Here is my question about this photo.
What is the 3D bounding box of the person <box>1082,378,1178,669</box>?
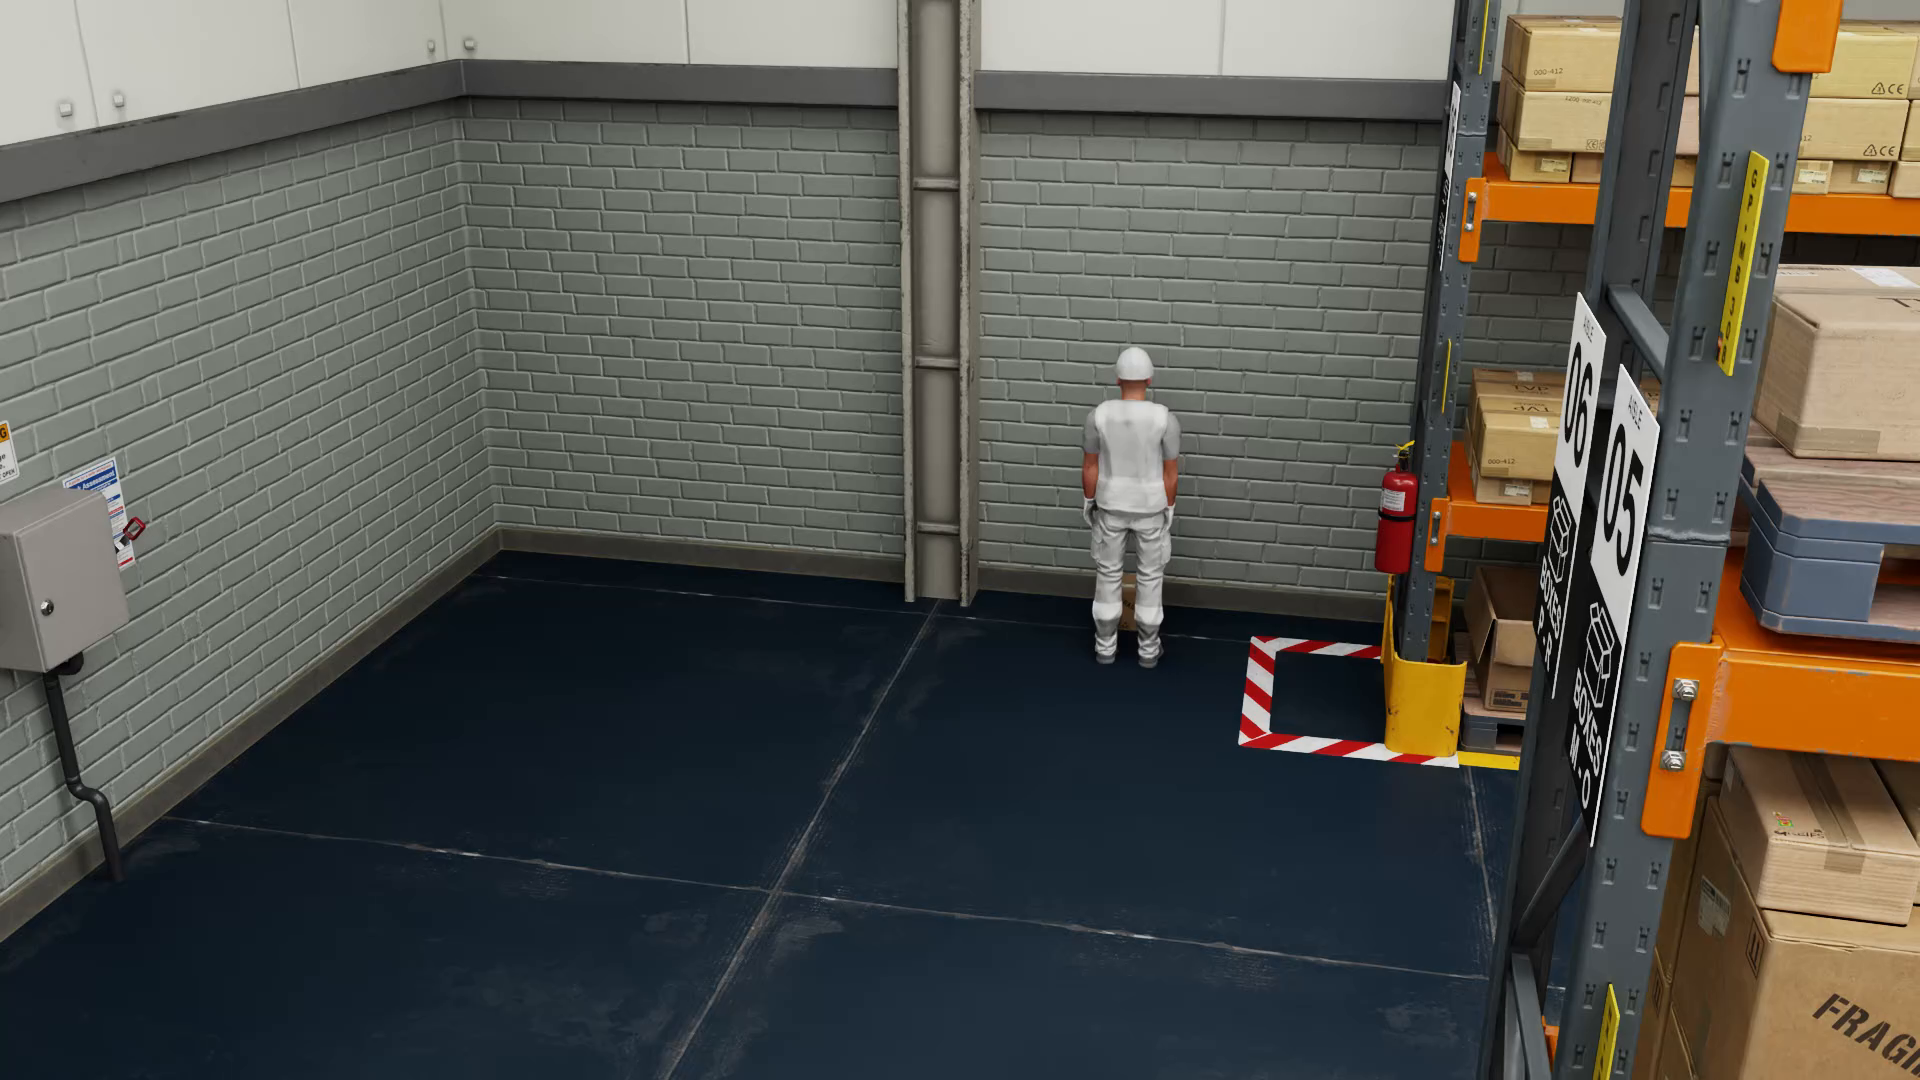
[{"bbox_3d":[0.914,-0.152,9.008,0.518,1.737,0.340,5,22,12],"label":"person"}]
